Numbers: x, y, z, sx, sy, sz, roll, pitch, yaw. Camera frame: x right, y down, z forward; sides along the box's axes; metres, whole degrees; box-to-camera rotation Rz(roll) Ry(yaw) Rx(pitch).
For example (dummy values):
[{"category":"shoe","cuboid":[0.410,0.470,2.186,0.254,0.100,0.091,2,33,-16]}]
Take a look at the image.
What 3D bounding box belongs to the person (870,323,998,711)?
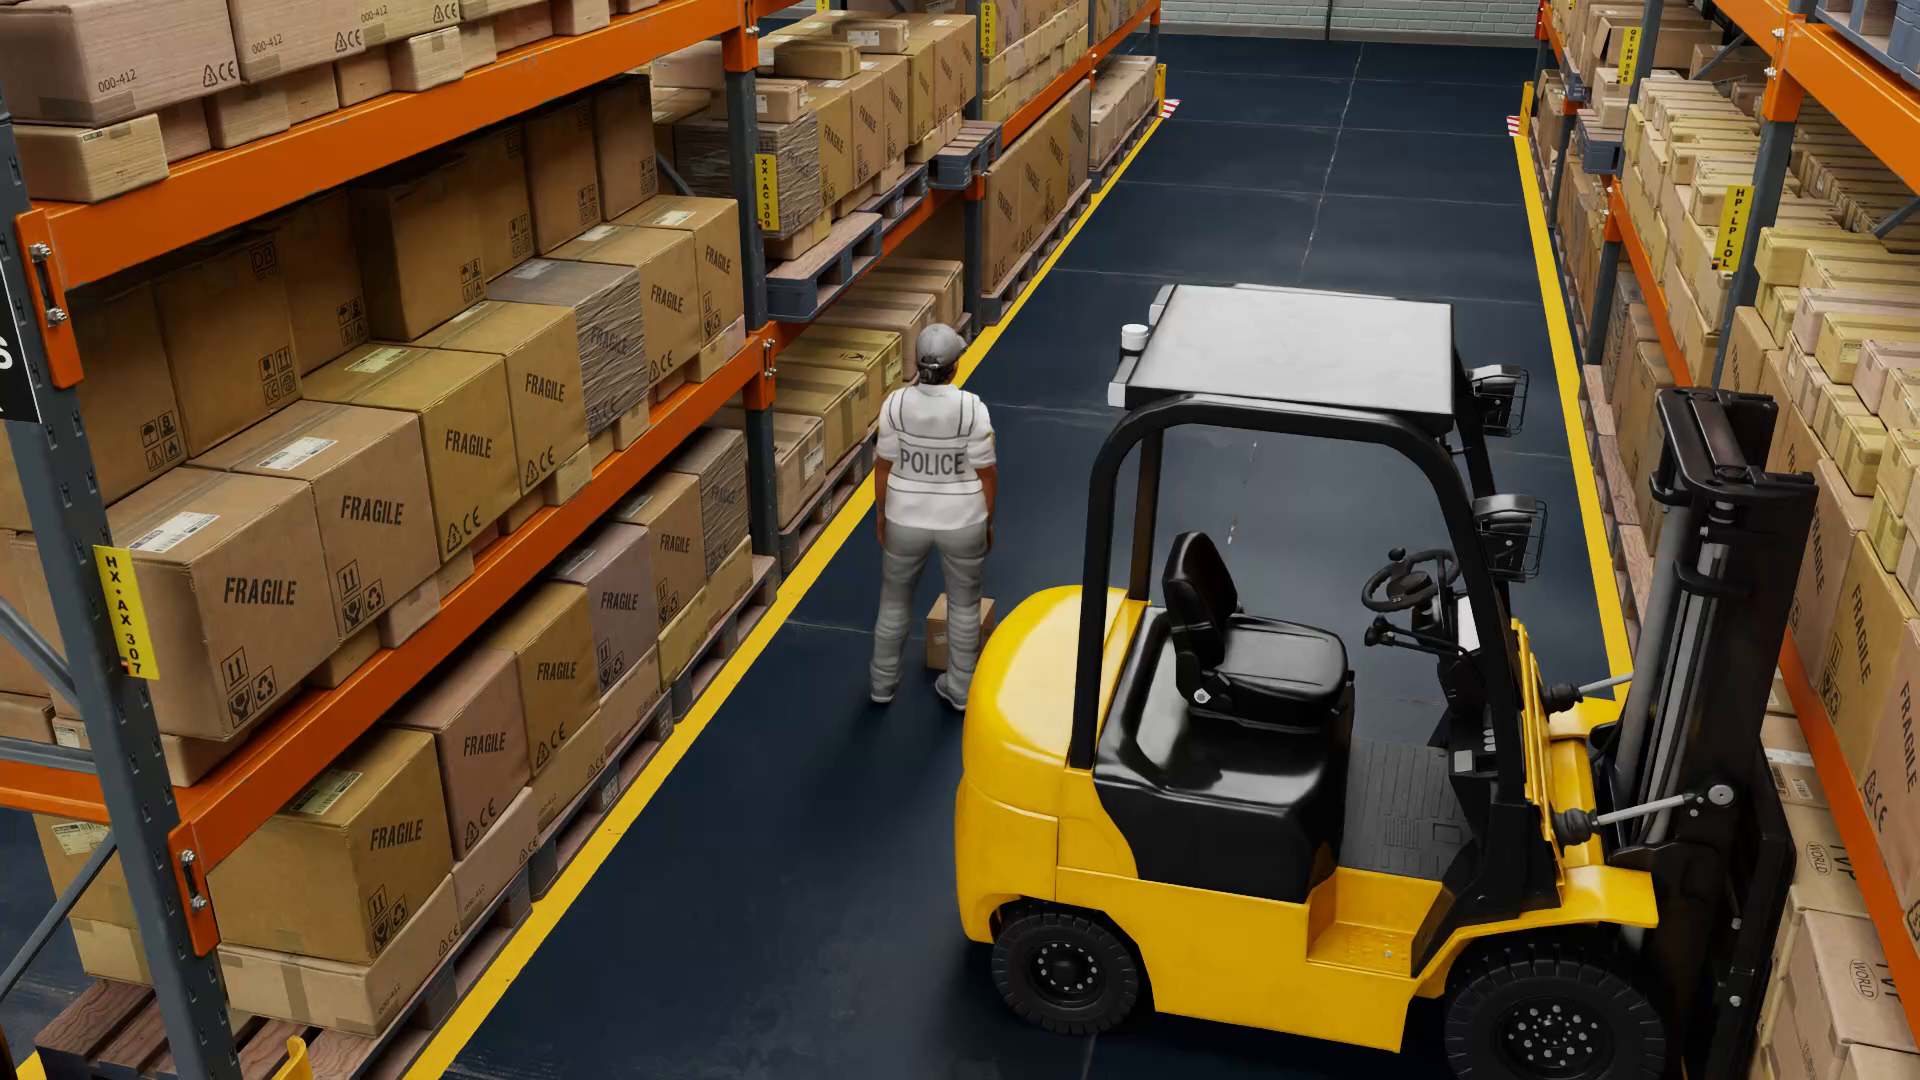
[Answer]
[{"category":"person","cuboid":[-0.120,-0.077,6.739,0.550,1.674,0.392,3,26,6]}]
